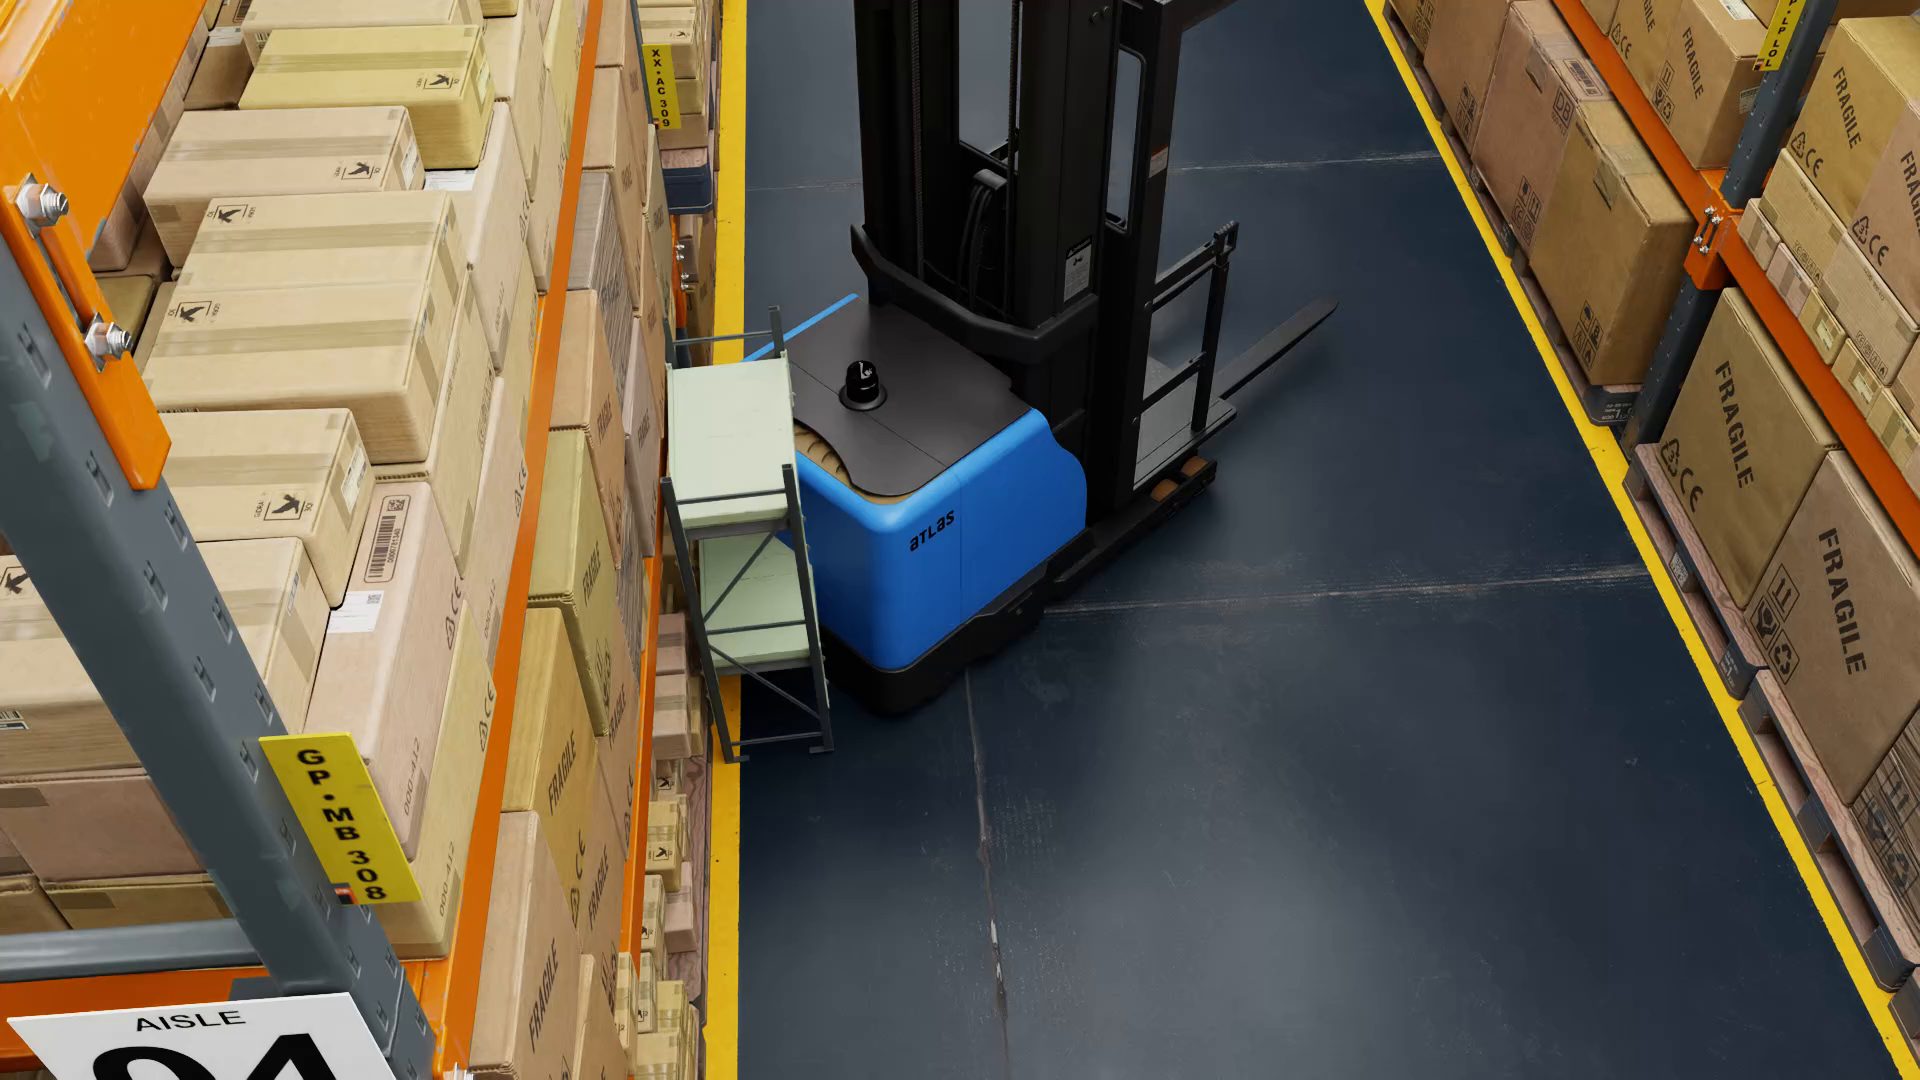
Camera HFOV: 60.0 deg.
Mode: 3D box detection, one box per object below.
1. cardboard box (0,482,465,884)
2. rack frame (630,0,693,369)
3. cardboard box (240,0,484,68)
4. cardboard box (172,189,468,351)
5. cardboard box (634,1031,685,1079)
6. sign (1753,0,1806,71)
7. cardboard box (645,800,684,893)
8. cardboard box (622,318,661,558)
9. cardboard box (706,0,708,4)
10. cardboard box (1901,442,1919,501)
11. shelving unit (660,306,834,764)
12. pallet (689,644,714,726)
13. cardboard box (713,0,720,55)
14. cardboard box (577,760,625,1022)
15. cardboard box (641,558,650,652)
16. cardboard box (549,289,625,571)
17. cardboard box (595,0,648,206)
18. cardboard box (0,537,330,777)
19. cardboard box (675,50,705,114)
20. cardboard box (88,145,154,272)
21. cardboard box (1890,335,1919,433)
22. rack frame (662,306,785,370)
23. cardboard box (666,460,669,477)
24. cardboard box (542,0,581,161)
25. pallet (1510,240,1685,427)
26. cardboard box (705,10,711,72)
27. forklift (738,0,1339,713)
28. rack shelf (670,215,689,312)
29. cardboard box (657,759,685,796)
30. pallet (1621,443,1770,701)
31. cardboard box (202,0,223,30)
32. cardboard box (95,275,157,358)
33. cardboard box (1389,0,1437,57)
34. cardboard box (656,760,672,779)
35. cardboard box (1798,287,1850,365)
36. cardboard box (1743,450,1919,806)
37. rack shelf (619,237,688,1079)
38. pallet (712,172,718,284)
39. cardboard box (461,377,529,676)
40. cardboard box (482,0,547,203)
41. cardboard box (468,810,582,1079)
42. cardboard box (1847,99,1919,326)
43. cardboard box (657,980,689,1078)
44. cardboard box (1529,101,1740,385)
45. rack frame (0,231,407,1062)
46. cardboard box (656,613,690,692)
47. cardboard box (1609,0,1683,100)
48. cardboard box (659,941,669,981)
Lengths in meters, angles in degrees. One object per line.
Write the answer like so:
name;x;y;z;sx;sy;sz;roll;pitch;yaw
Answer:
cardboard box;-1.007;0.189;2.334;0.500;0.250;0.500;-3;47;-3
rack frame;-1.563;-1.212;5.969;1.000;3.000;0.127;-3;47;-3
cardboard box;-1.129;-0.981;3.168;0.380;0.149;0.250;-2;47;-2
cardboard box;-1.002;-0.418;2.634;0.380;0.149;0.250;-3;47;-3
cardboard box;-0.970;1.531;4.635;0.380;0.149;0.250;-4;47;-3
sign;2.848;-1.772;5.755;0.100;0.325;0.005;-3;47;-3
cardboard box;-1.063;0.962;5.174;0.380;0.149;0.250;-3;47;-3
cardboard box;-1.158;-0.280;4.812;0.500;0.500;0.500;-4;47;-4
cardboard box;-1.206;-2.248;6.628;0.380;0.149;0.250;-5;47;-5
cardboard box;3.190;-0.182;5.166;0.380;0.149;0.250;-3;47;-3
shelving unit;-0.730;0.024;5.801;0.431;1.500;0.755;-6;49;-4
pallet;-1.472;0.230;6.523;1.003;0.211;1.213;-3;47;-3
cardboard box;-1.582;-2.931;9.029;0.500;0.500;0.500;-4;47;-3
cardboard box;-1.061;0.818;3.772;0.500;0.500;0.500;-3;47;-3
cardboard box;-1.103;0.193;4.811;0.380;0.149;0.250;-3;47;-3
cardboard box;-1.117;-0.251;4.095;0.500;0.500;0.500;-5;47;-5
cardboard box;-1.254;-1.369;5.155;0.500;0.500;0.500;-5;47;-5
cardboard box;-1.028;0.145;2.102;0.380;0.149;0.250;-4;47;-4
cardboard box;-1.138;-1.686;6.096;0.380;0.149;0.250;-3;47;-3
cardboard box;-1.585;-0.571;2.780;0.380;0.149;0.250;-4;47;-4
cardboard box;3.252;-0.401;5.099;0.500;0.250;0.500;-2;47;-2
rack frame;-0.777;-0.247;6.043;0.400;1.500;0.023;-6;49;-4
cardboard box;-1.213;-0.157;6.234;0.380;0.149;0.250;-3;47;-3
cardboard box;-1.180;-1.124;3.923;0.500;0.250;0.500;-4;47;-4
pallet;3.248;-1.035;7.722;1.003;0.211;1.213;-3;47;-3
cardboard box;-1.184;-1.965;6.565;0.380;0.149;0.250;-3;47;-3
forklift;0.440;-1.334;6.131;1.130;2.935;3.031;35;56;29
rack shelf;-1.731;-2.412;7.600;1.077;0.370;4.000;-3;47;-3
cardboard box;-1.149;0.828;5.710;0.380;0.149;0.250;-3;47;-3
pallet;3.374;0.073;6.672;1.003;0.211;1.213;-3;47;-3
cardboard box;-1.683;-1.134;3.313;0.380;0.149;0.250;-5;47;-4
cardboard box;-1.564;-0.158;2.663;0.500;0.250;0.500;-5;47;-4
cardboard box;3.090;-3.248;9.071;1.225;0.875;0.875;-5;47;-5
cardboard box;-1.179;0.683;5.643;0.380;0.149;0.250;-5;47;-5
cardboard box;3.126;-0.739;5.694;0.380;0.149;0.250;-2;47;-2
cardboard box;3.439;0.279;5.730;0.875;0.875;0.875;-3;47;-3
rack shelf;-1.396;0.482;4.859;1.077;0.370;4.000;-3;47;-3
pallet;-1.735;-1.701;8.352;1.003;0.211;1.213;-3;47;-3
cardboard box;-1.051;-0.020;2.877;0.500;0.250;0.500;-2;47;-2
cardboard box;-1.125;-0.913;3.378;0.500;0.250;0.500;-5;47;-5
cardboard box;-1.001;0.860;3.043;0.500;0.500;0.500;-4;47;-4
cardboard box;3.207;-1.030;5.178;0.500;0.500;0.500;-3;47;-3
cardboard box;-1.005;1.455;4.912;0.380;0.149;0.250;-2;47;-2
cardboard box;3.314;-1.316;7.241;1.225;0.875;0.875;-3;47;-3
rack frame;-1.228;-0.381;1.050;1.000;3.000;0.127;-3;47;-3
cardboard box;-1.126;0.406;5.701;0.380;0.149;0.250;-6;47;-5
cardboard box;3.042;-2.155;6.793;0.500;0.500;0.500;-2;47;-2
cardboard box;-1.113;1.385;5.183;0.380;0.149;0.250;-3;47;-3
